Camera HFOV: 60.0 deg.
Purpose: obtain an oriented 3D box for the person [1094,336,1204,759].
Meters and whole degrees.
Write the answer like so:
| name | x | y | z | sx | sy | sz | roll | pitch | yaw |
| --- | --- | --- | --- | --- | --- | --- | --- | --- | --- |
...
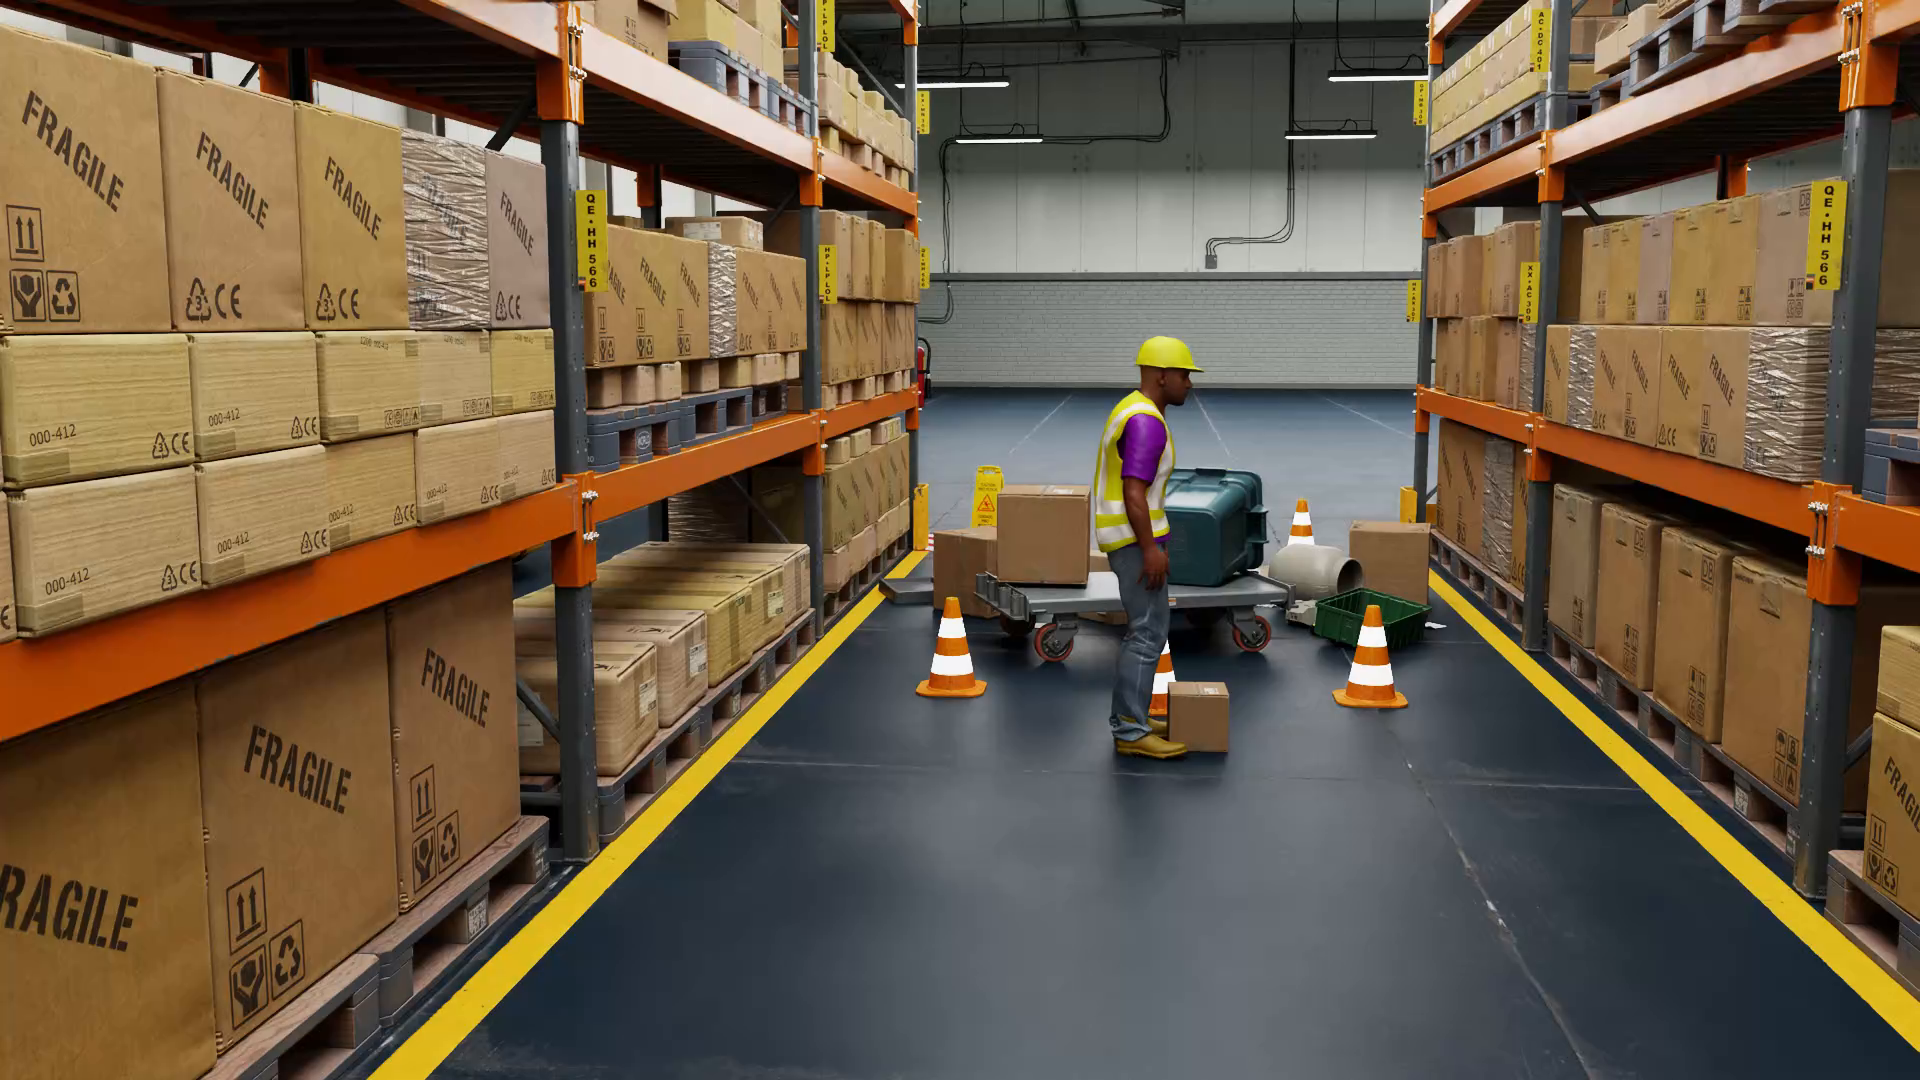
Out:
| name | x | y | z | sx | sy | sz | roll | pitch | yaw |
| --- | --- | --- | --- | --- | --- | --- | --- | --- | --- |
| person | 0.800 | 0.015 | 7.107 | 0.456 | 1.761 | 0.628 | 1 | 8 | 7 |
